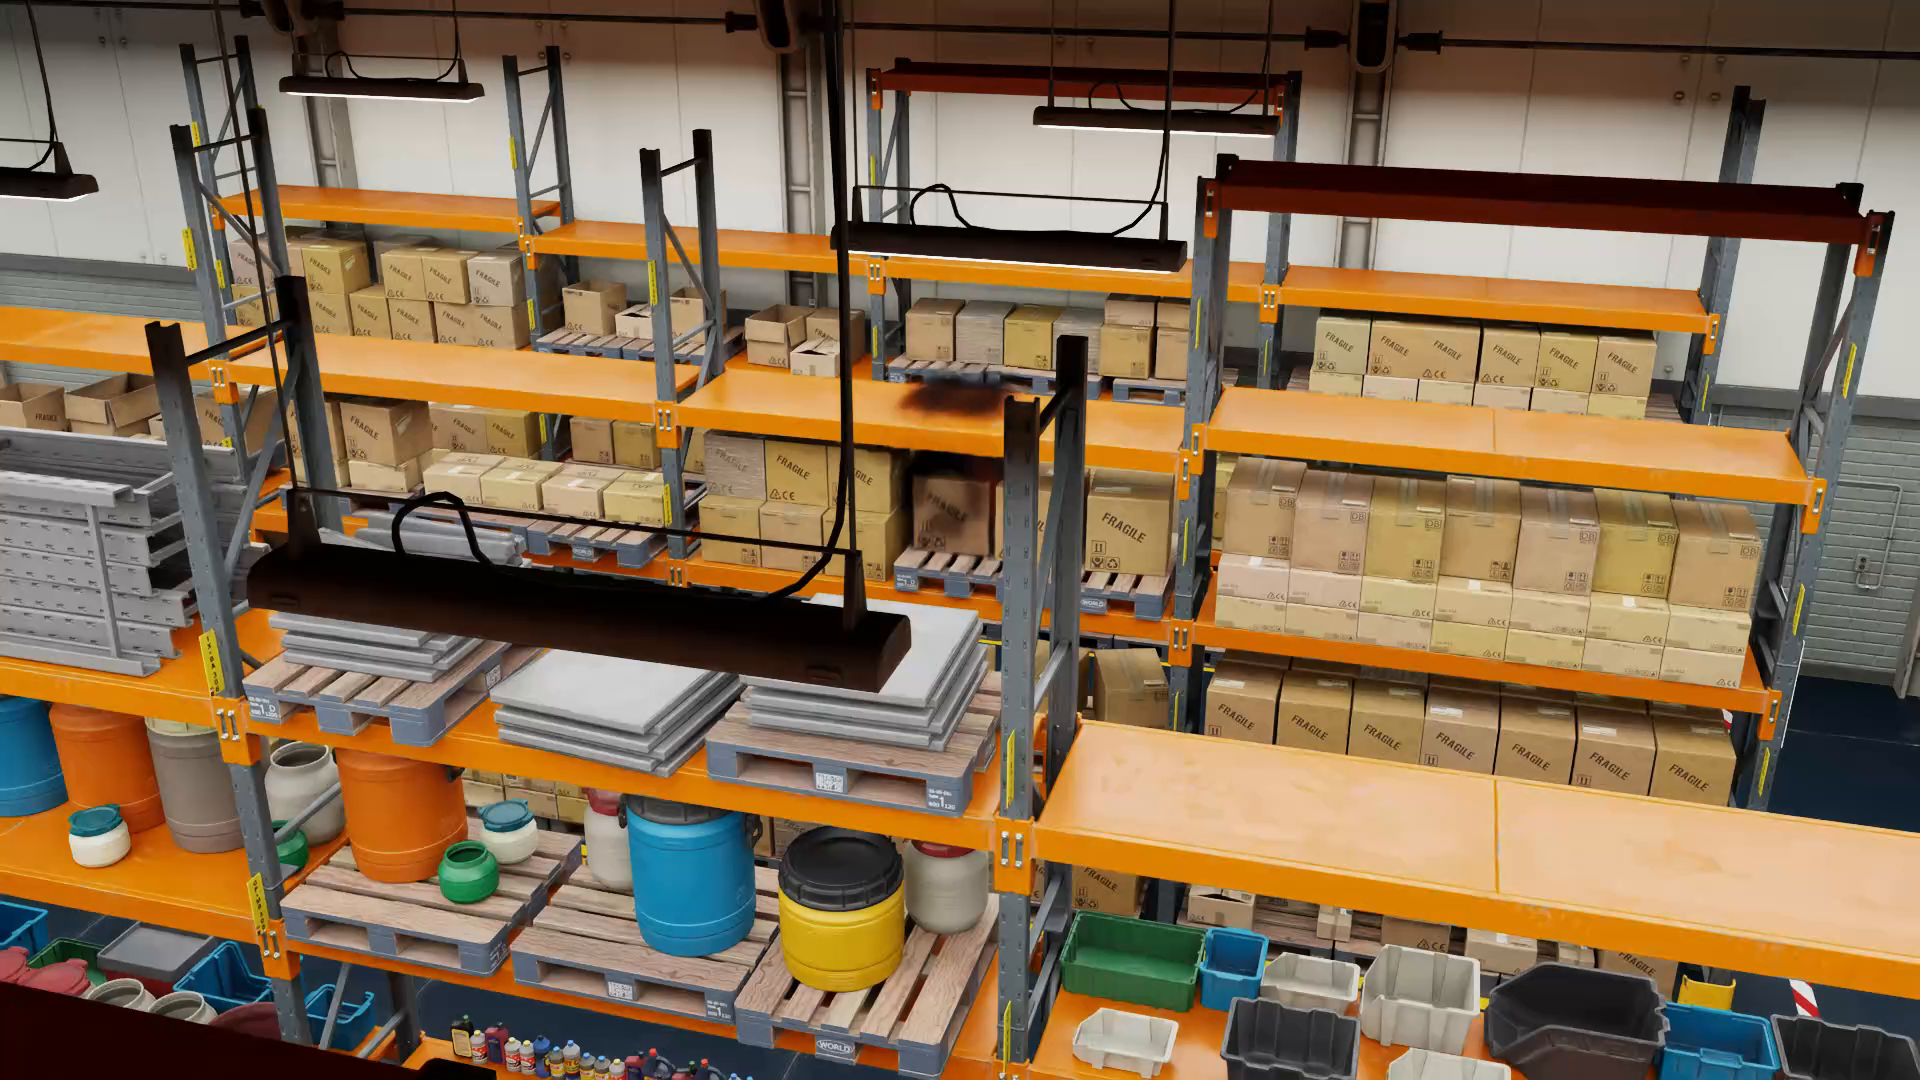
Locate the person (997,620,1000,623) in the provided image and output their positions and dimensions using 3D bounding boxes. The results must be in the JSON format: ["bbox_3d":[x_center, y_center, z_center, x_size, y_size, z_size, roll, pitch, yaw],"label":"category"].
[{"bbox_3d":[0.604,0.748,16.613,0.365,1.609,0.493,-17,28,-35],"label":"person"}]
